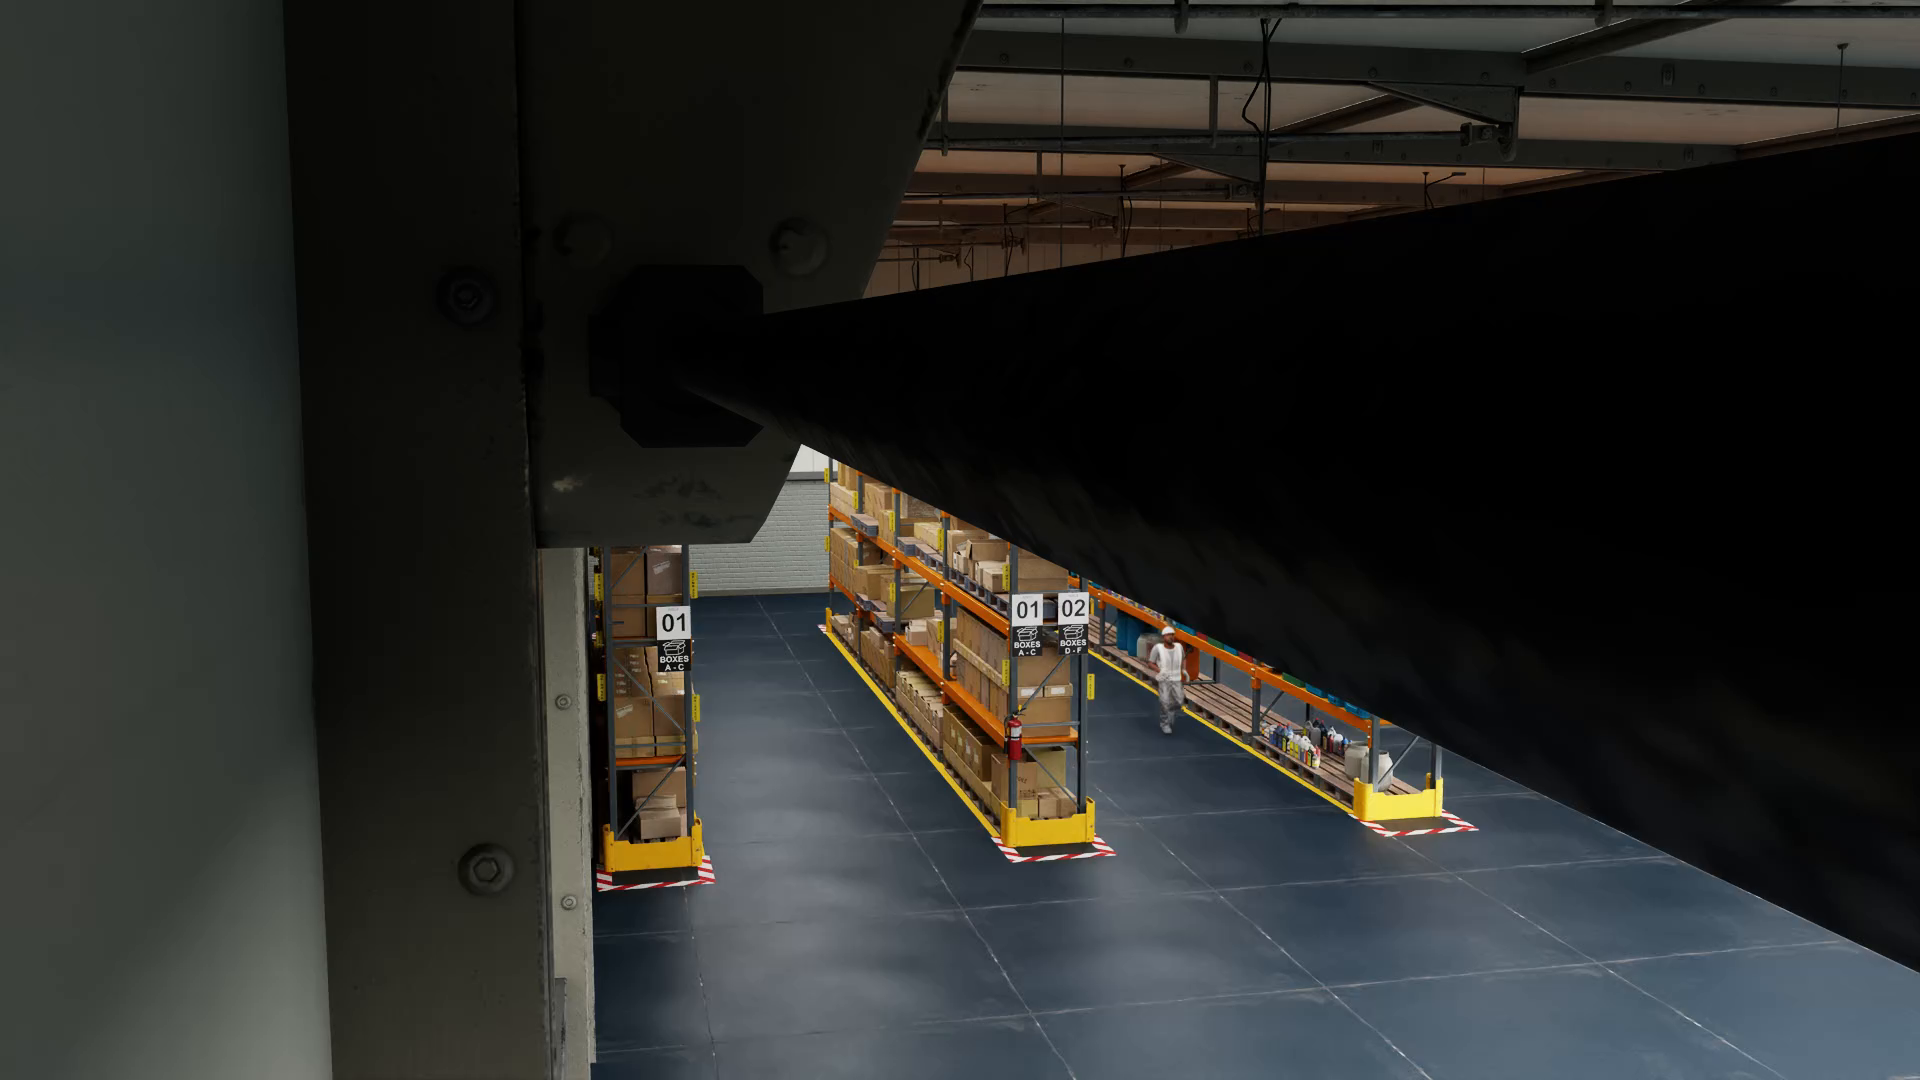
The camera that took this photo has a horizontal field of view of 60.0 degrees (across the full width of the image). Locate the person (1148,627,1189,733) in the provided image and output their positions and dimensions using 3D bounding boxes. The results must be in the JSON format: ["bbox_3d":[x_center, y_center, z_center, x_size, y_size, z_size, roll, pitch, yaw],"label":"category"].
[{"bbox_3d":[3.385,2.267,26.860,0.682,1.738,0.592,-1,7,-12],"label":"person"}]
